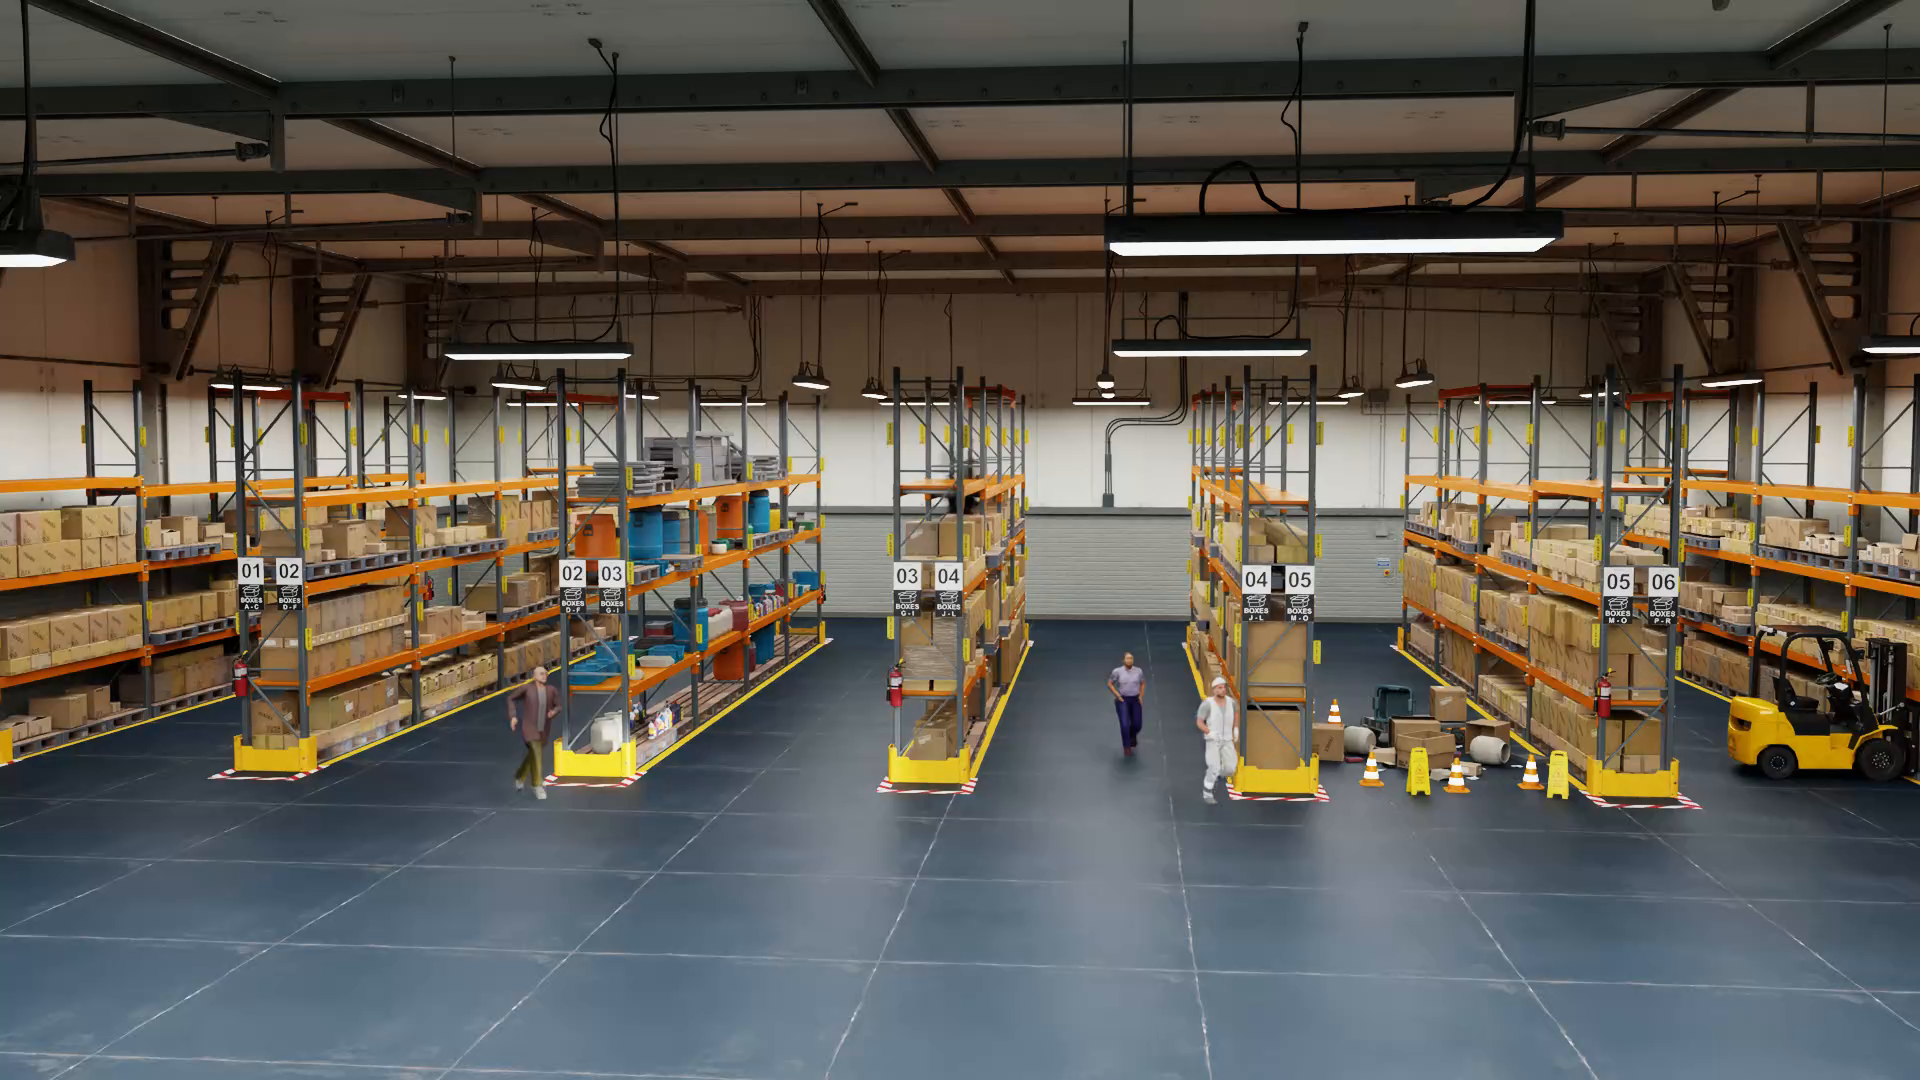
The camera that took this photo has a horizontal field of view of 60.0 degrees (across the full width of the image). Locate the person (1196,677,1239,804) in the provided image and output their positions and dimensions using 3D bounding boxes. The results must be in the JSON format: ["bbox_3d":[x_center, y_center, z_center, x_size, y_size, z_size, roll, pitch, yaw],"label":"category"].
[{"bbox_3d":[3.539,2.727,22.595,0.686,1.741,0.645,-1,4,-18],"label":"person"}]

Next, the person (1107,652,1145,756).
[{"bbox_3d":[2.625,2.569,26.292,0.589,1.618,0.547,0,4,-6],"label":"person"}]

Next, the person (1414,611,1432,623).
[{"bbox_3d":[11.291,1.693,40.358,0.552,1.615,0.631,2,4,34],"label":"person"}]

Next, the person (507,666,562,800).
[{"bbox_3d":[-5.875,2.665,23.261,0.702,1.774,0.928,-3,5,-42],"label":"person"}]
